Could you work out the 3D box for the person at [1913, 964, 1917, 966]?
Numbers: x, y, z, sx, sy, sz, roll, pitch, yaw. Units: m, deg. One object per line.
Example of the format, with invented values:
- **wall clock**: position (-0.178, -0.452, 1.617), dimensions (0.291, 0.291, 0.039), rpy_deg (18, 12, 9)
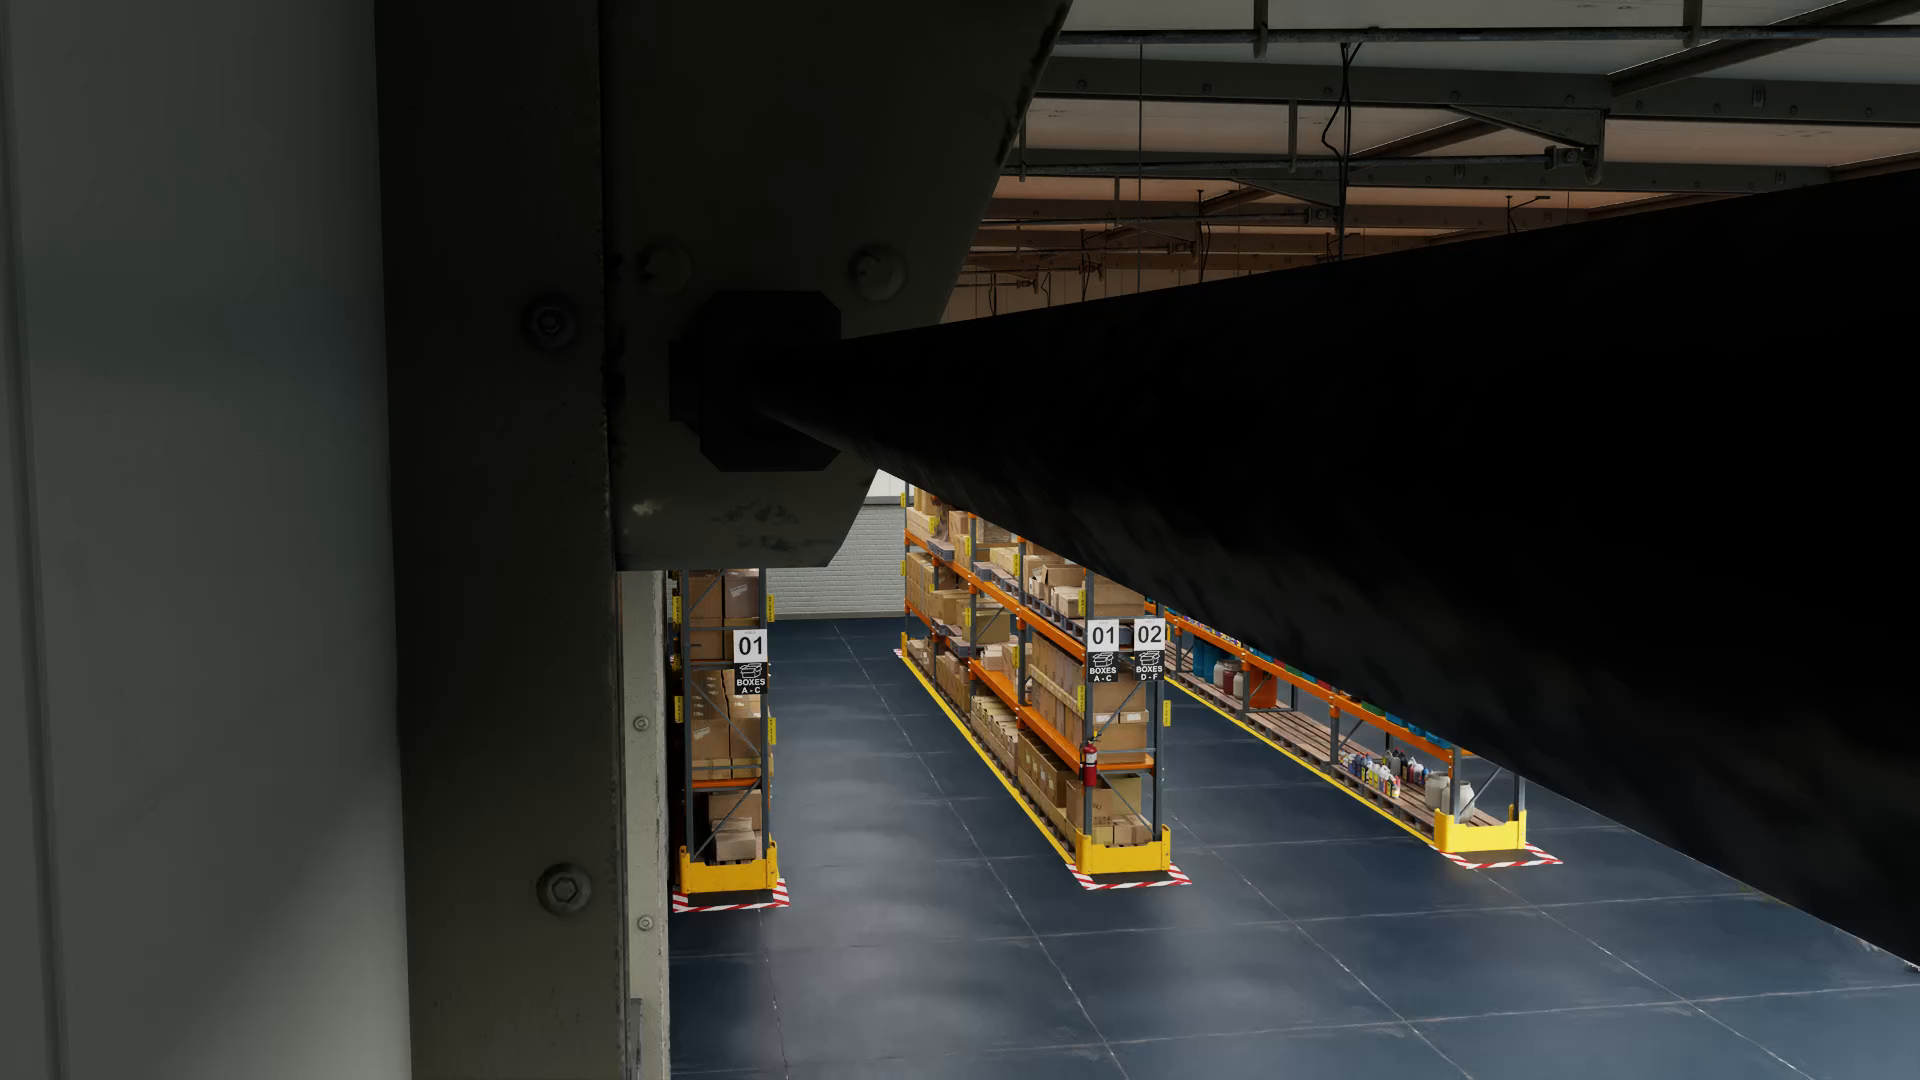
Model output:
- **person**: position (10.398, 3.655, 17.318), dimensions (0.822, 1.809, 0.657), rpy_deg (2, 6, 18)
